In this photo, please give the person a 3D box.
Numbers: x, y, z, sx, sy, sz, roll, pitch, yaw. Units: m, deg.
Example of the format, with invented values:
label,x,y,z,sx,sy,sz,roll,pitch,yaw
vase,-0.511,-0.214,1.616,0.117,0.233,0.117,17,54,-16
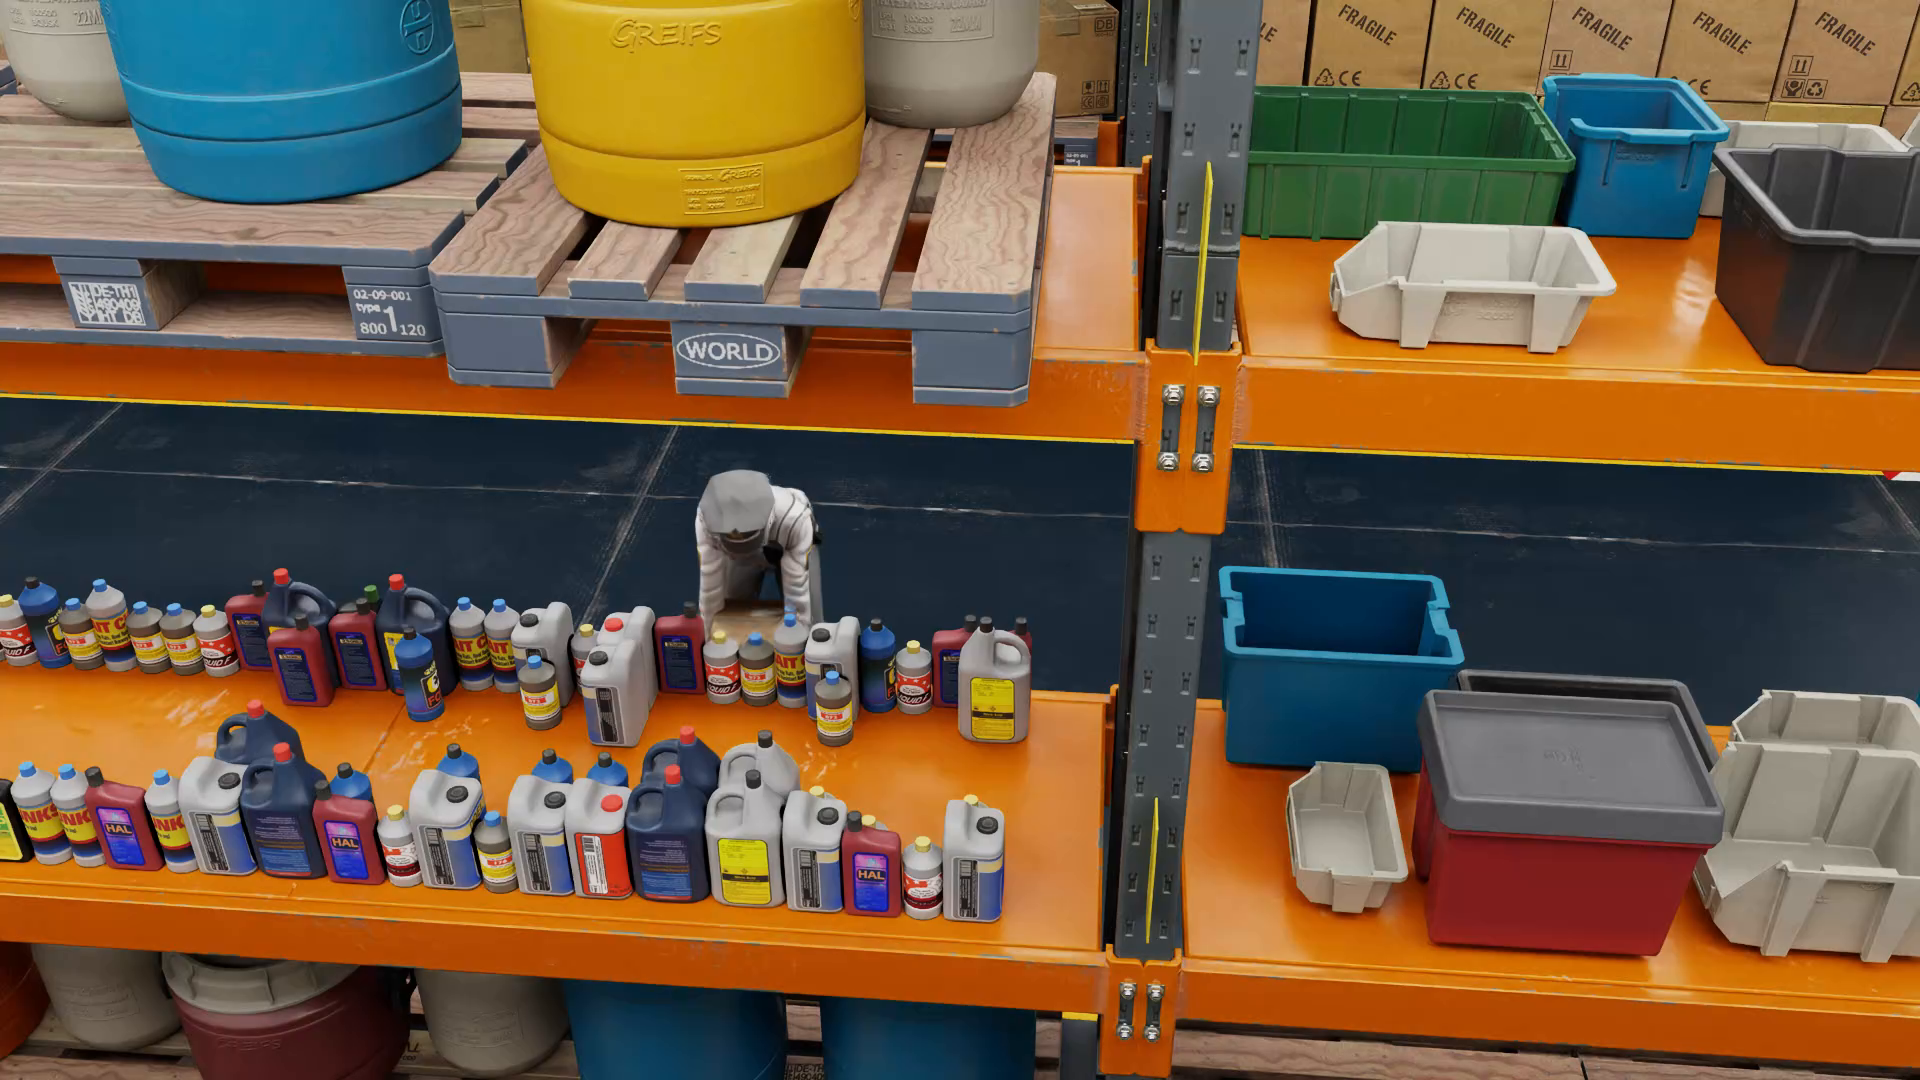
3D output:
label,x,y,z,sx,sy,sz,roll,pitch,yaw
person,-0.711,0.256,5.987,0.415,1.395,0.826,2,32,3
